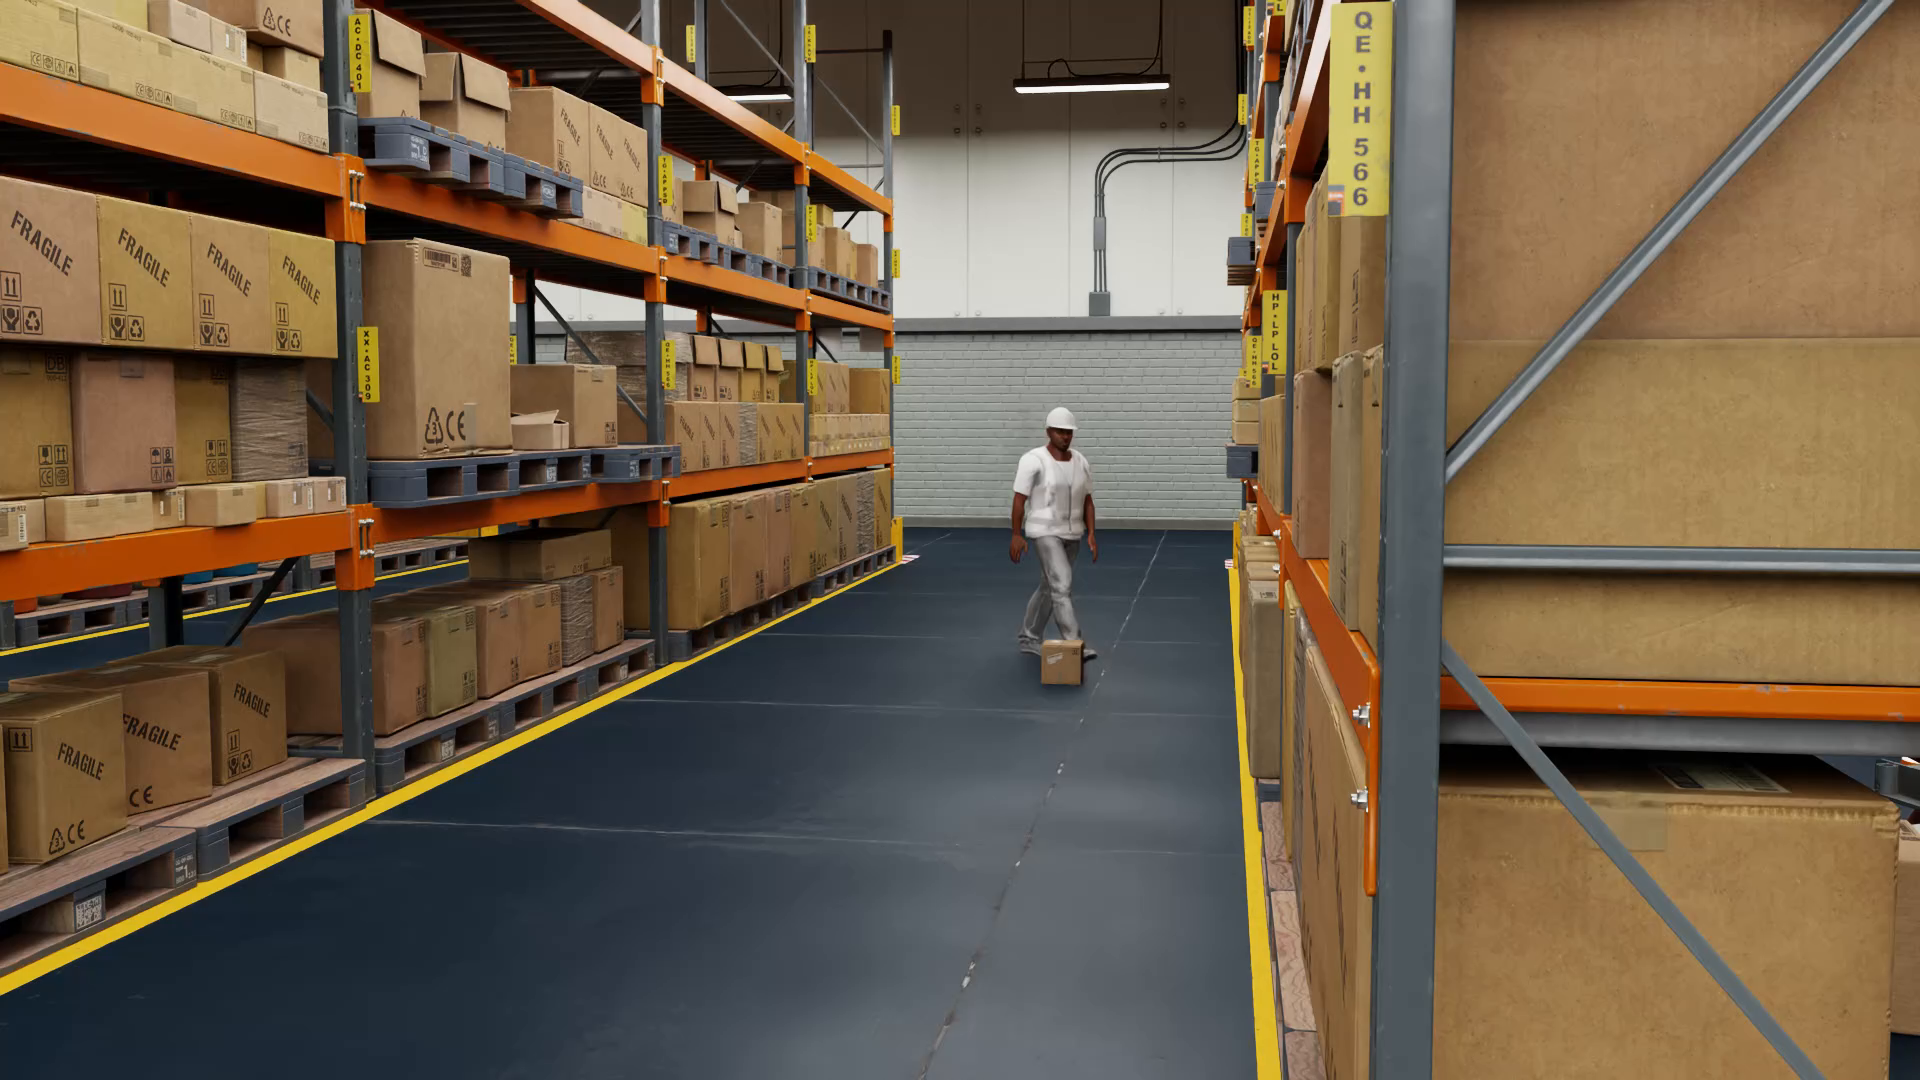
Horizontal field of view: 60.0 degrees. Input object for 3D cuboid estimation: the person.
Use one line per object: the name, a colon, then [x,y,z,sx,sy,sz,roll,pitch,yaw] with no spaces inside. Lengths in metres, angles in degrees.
person: [0.717,-0.033,11.209,0.565,1.715,0.961,-4,6,-40]
